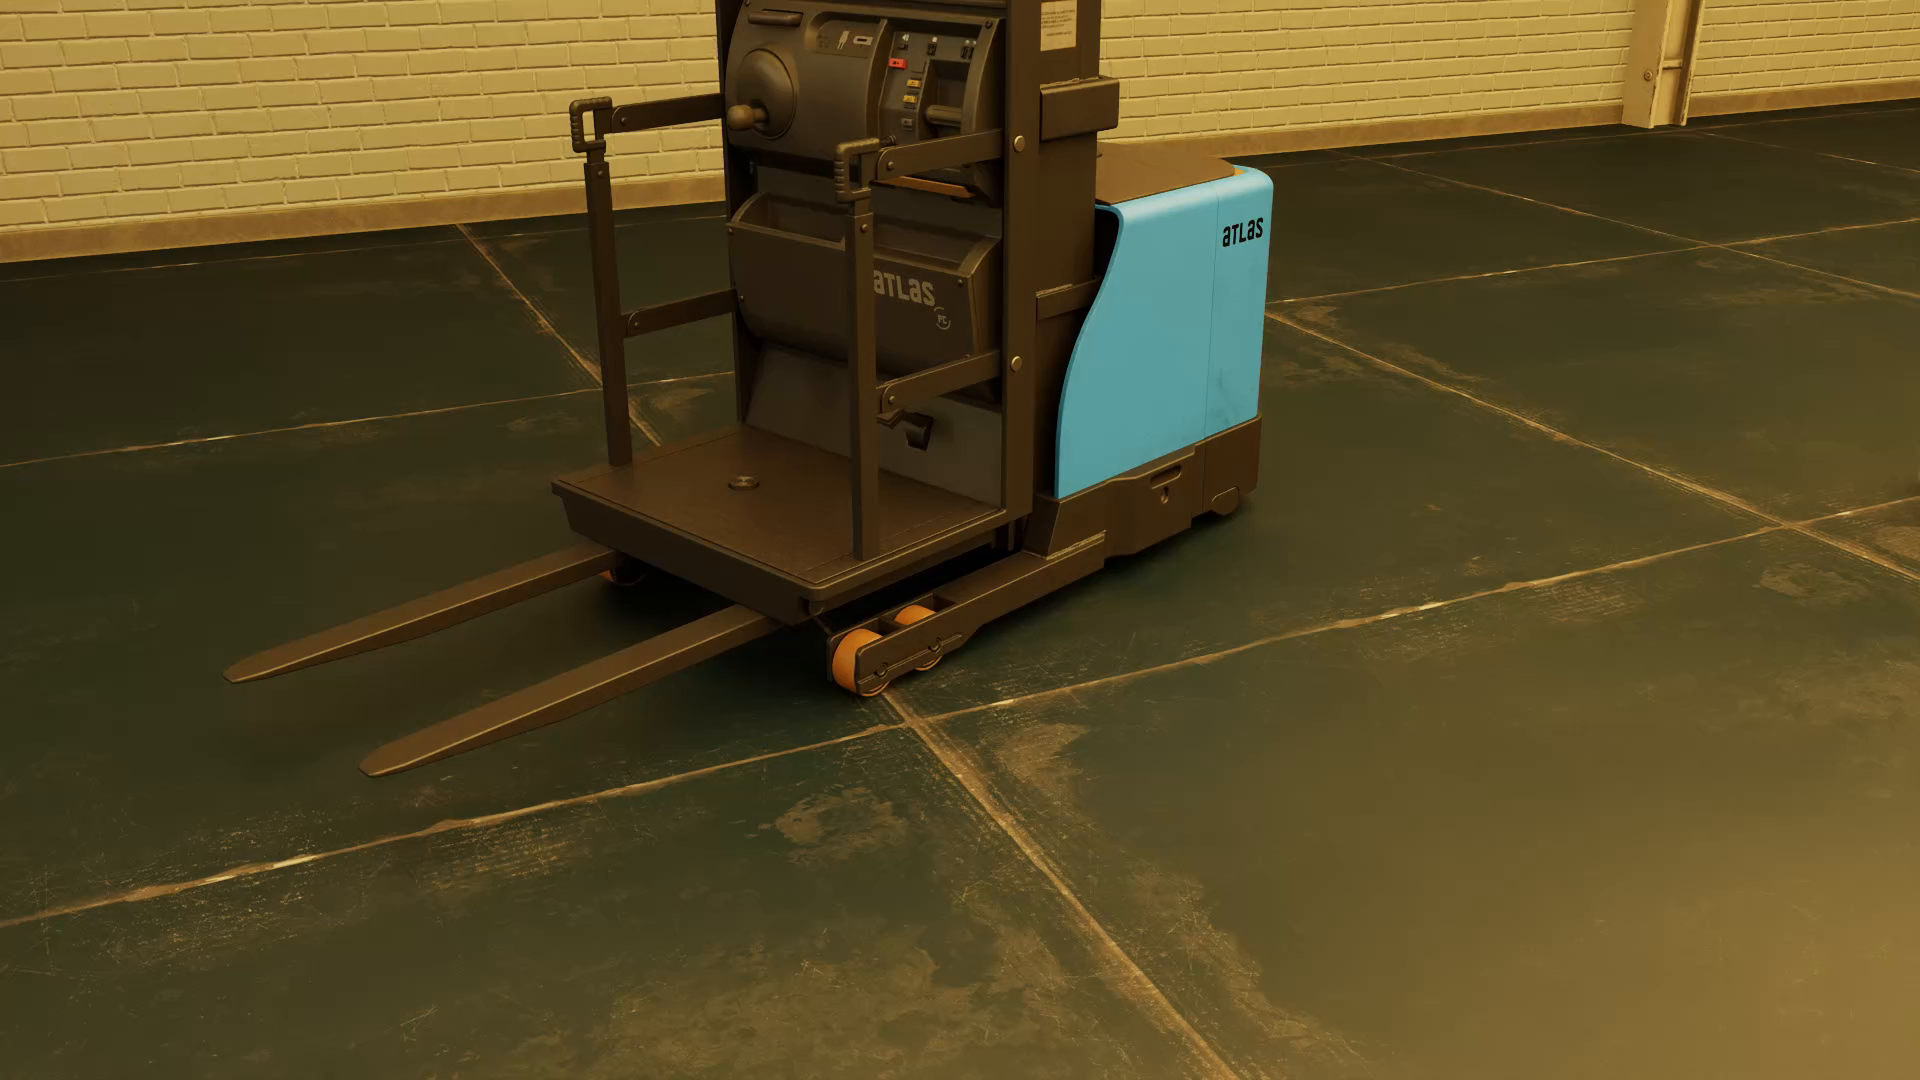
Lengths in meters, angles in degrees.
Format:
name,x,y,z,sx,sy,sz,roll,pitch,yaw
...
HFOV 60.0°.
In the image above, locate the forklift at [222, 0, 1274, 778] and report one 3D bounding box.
name,x,y,z,sx,sy,sz,roll,pitch,yaw
forklift,-0.413,-1.182,4.131,1.130,2.935,3.031,19,29,39
